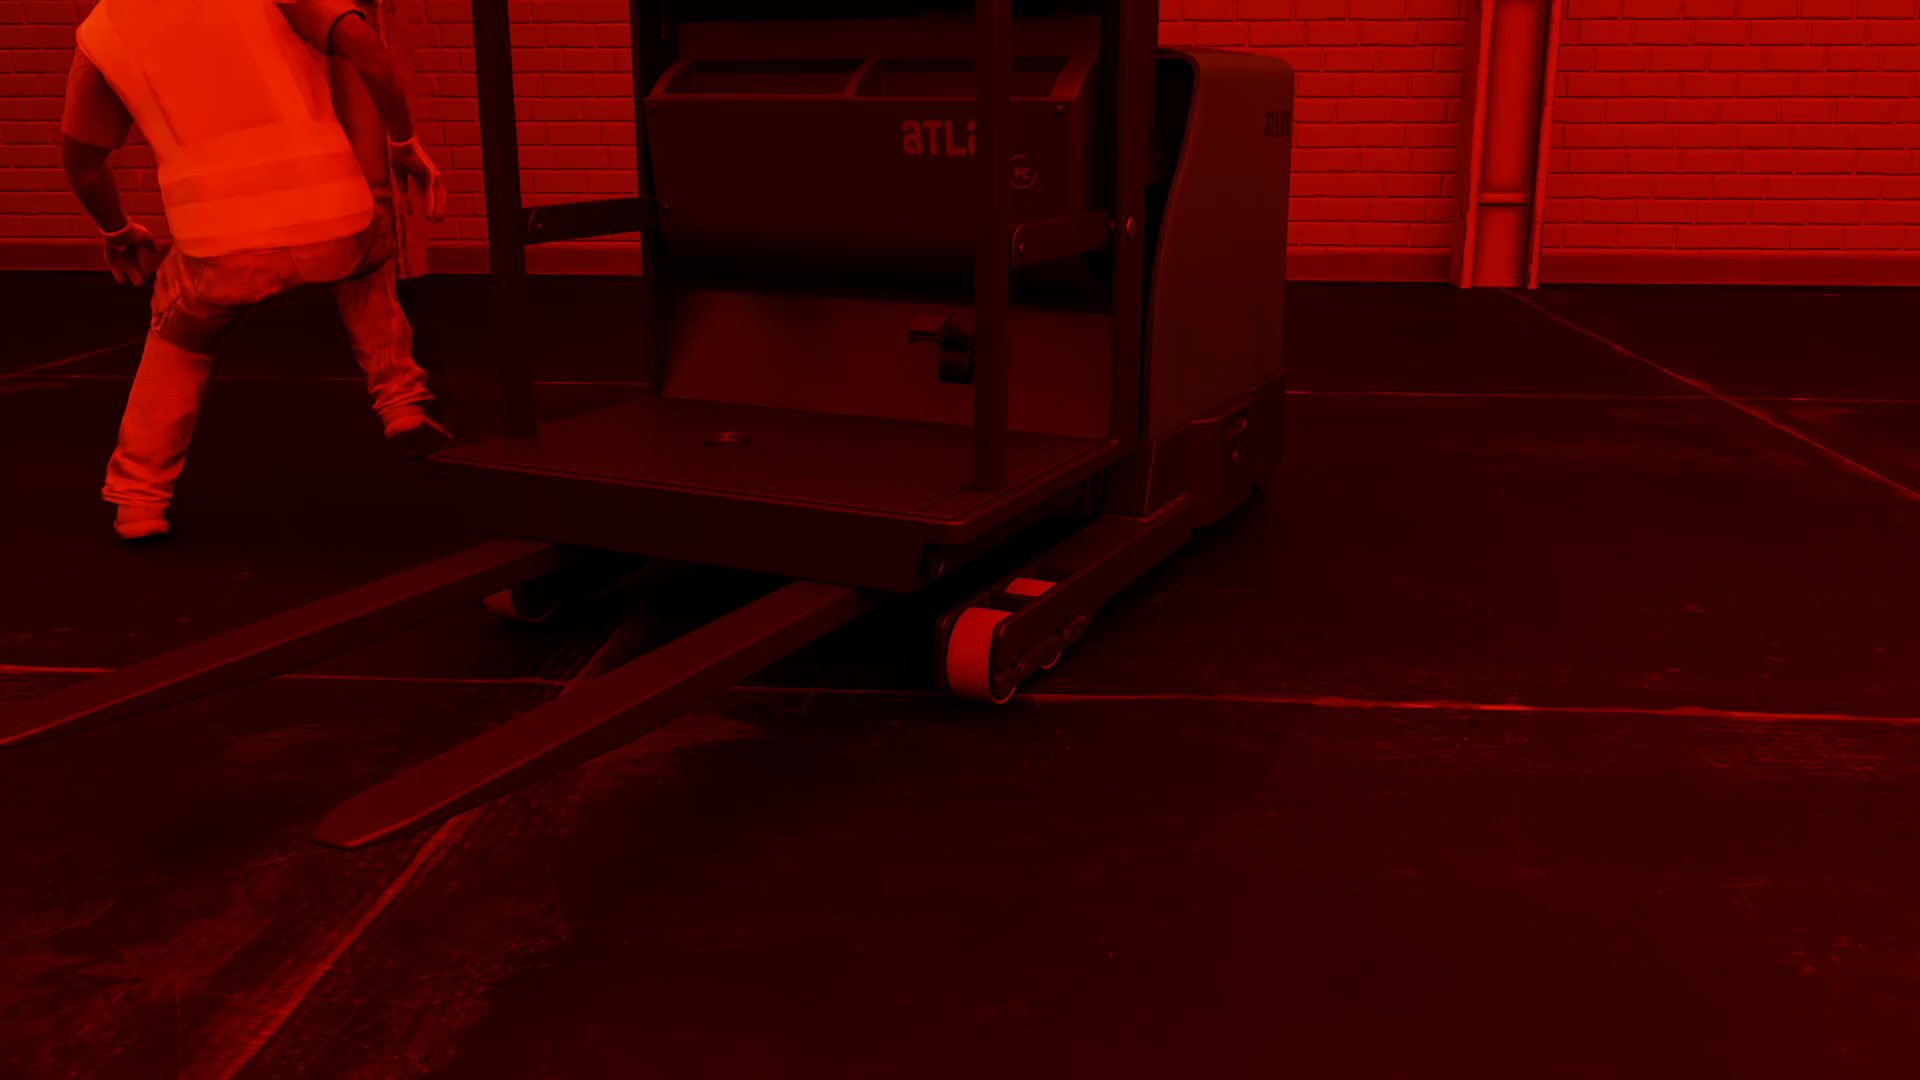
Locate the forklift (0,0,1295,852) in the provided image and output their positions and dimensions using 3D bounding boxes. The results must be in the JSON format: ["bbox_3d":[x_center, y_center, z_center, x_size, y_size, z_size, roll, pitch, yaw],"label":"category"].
[{"bbox_3d":[-0.277,-1.268,2.889,1.130,2.935,3.031,7,17,25],"label":"forklift"}]

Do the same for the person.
[{"bbox_3d":[-1.623,-0.781,3.864,0.826,1.536,0.699,-4,16,-15],"label":"person"}]
